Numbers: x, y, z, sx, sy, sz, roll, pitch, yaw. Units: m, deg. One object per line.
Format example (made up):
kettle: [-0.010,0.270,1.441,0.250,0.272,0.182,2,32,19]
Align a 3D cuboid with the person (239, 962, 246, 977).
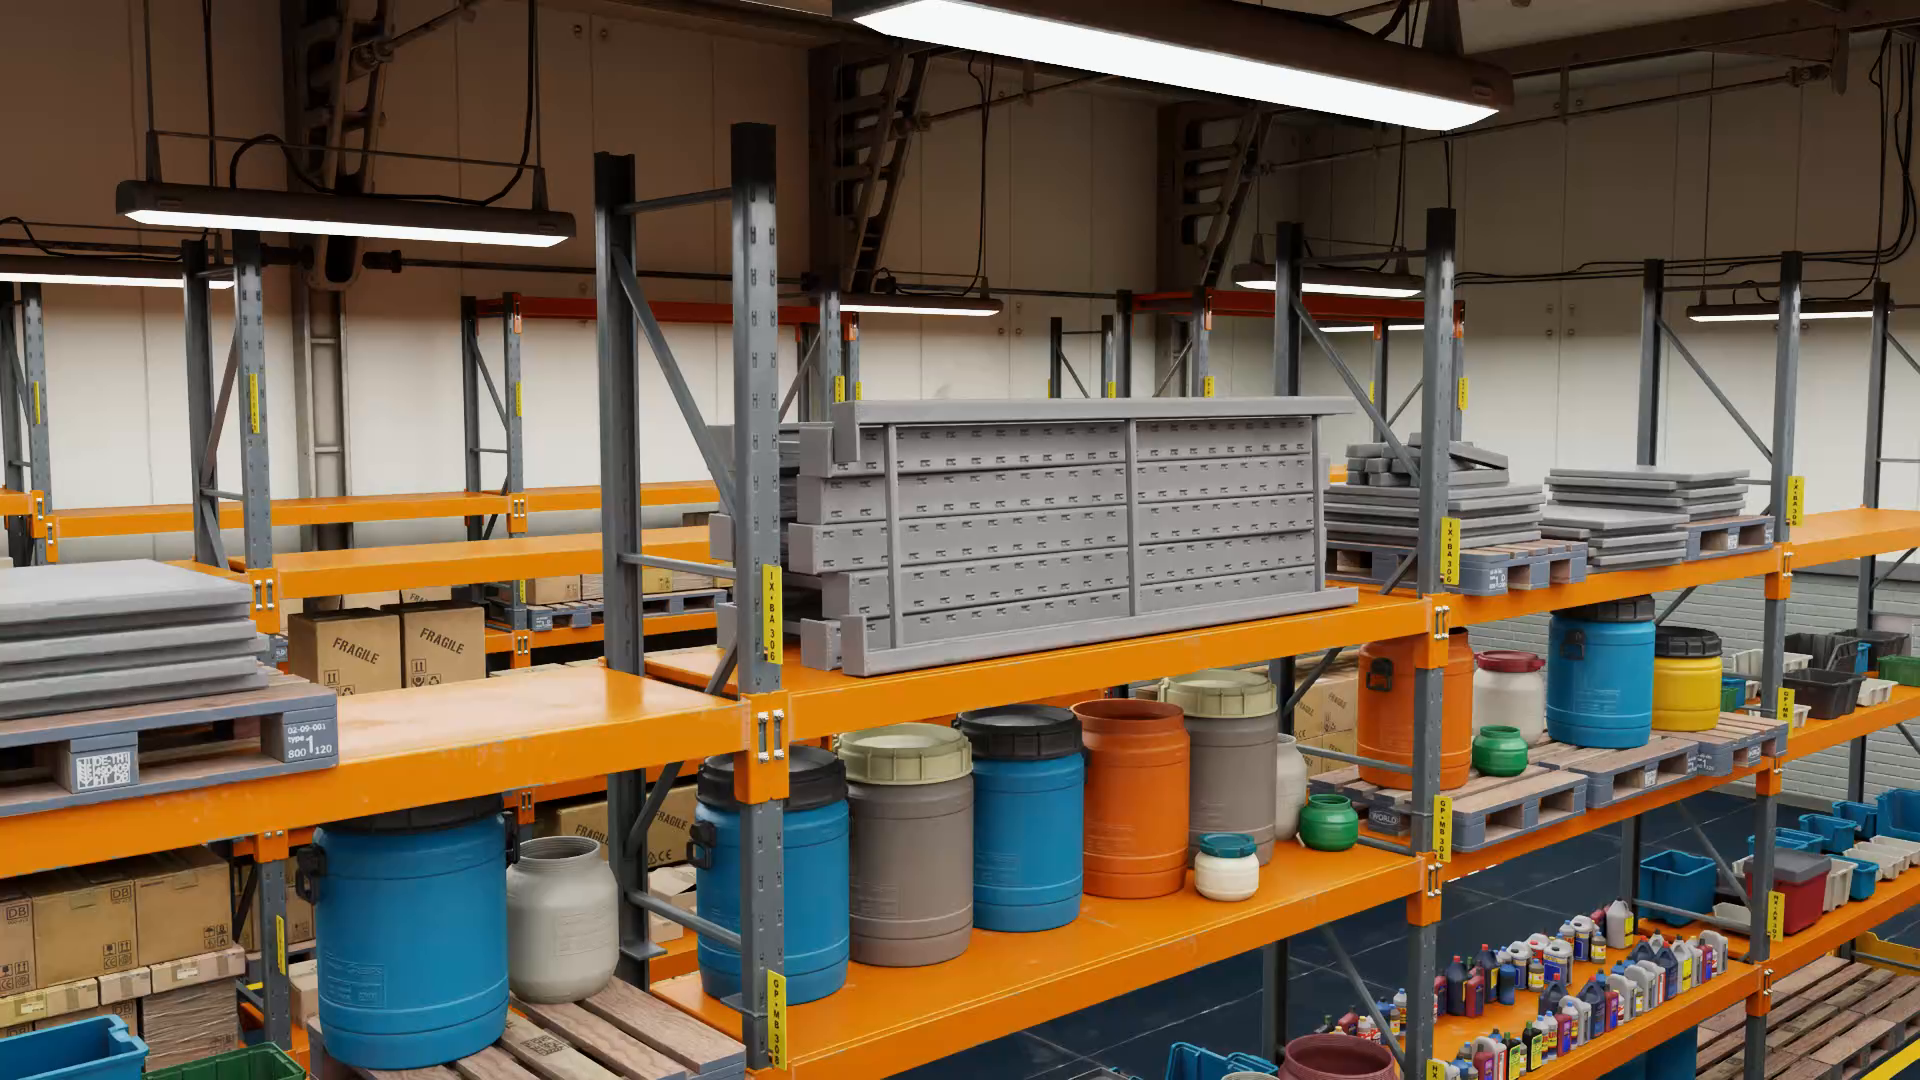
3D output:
person: [-5.257,3.223,11.320,0.679,1.756,0.747,-5,7,-40]
